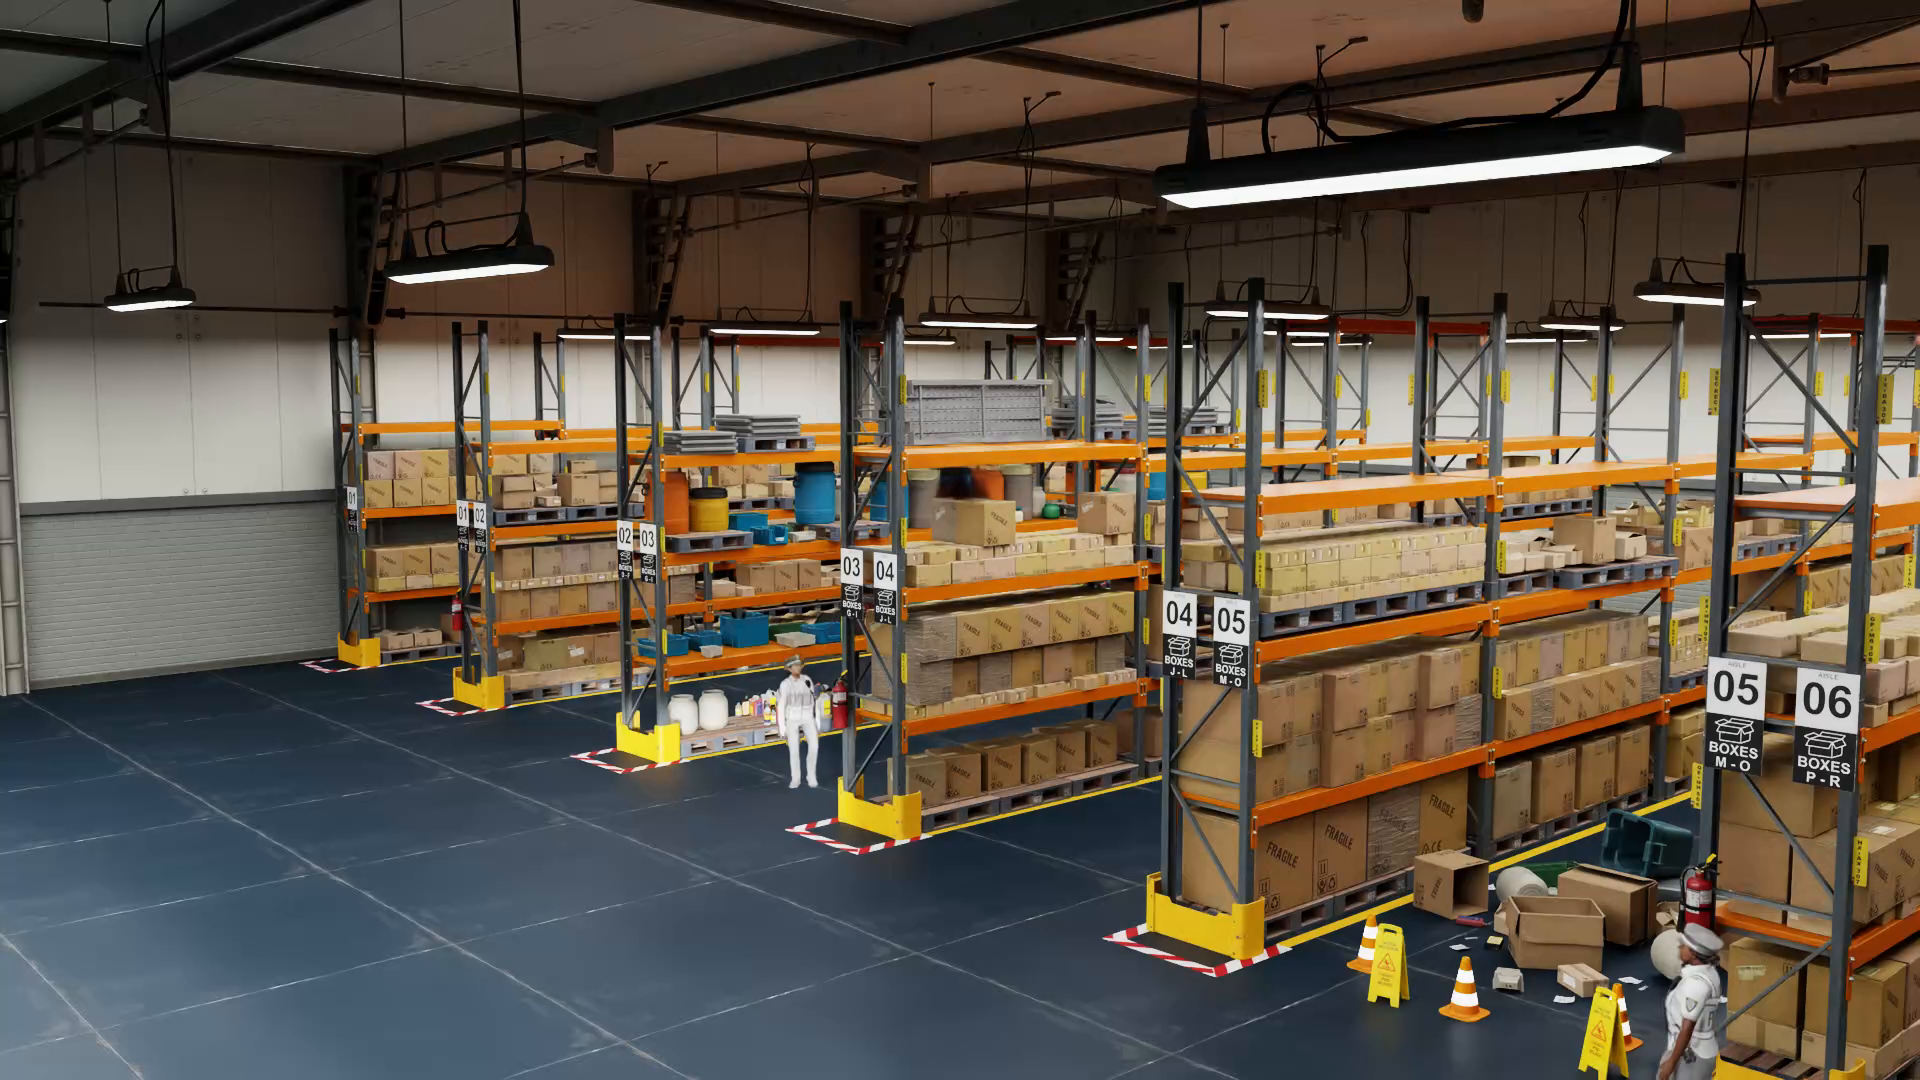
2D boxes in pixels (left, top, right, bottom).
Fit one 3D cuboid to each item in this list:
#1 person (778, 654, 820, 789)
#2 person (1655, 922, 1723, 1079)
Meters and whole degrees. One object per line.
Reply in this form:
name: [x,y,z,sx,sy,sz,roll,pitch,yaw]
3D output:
person: [-2.017,2.302,20.903,0.553,1.740,0.419,-1,6,-12]
person: [4.718,3.280,10.647,0.888,1.663,0.429,2,6,23]
